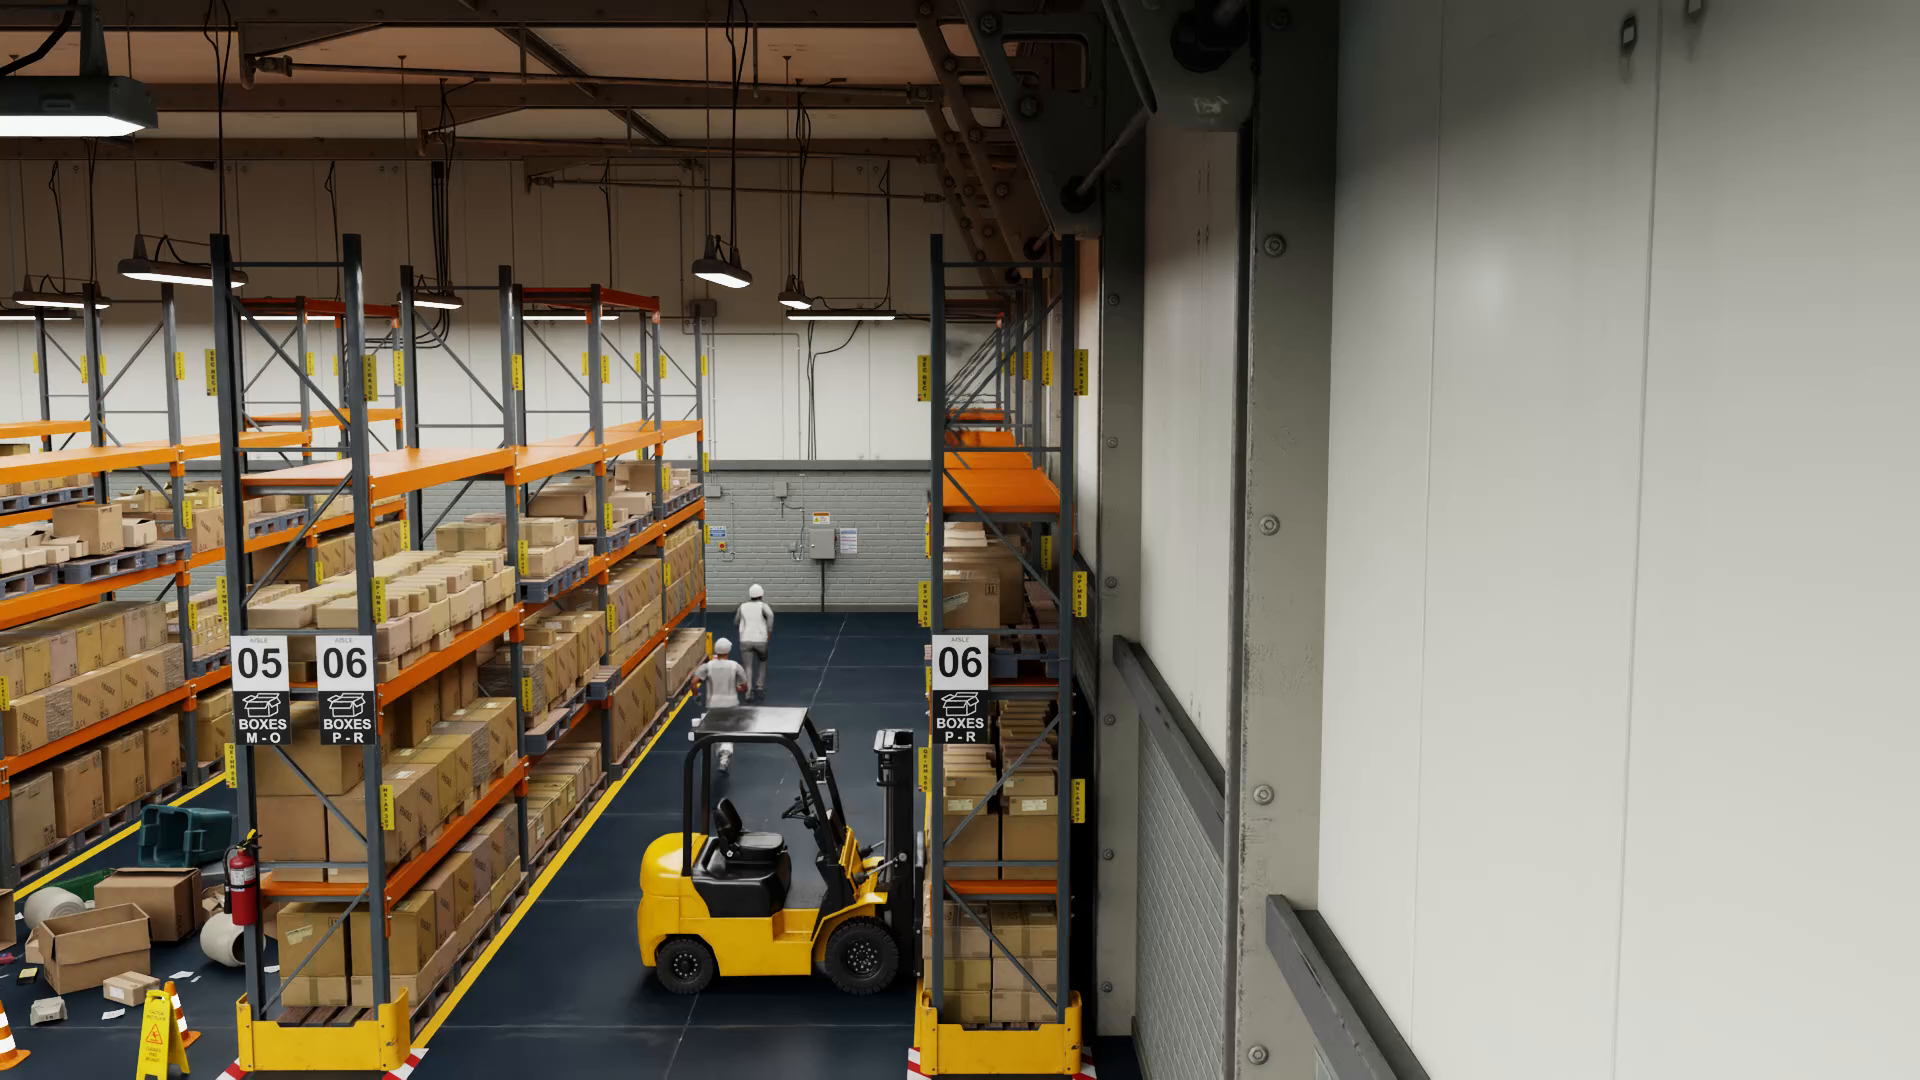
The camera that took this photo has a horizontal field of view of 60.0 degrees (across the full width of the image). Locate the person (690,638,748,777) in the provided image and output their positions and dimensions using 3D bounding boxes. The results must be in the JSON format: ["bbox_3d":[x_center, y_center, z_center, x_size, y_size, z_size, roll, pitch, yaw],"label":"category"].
[{"bbox_3d":[-2.894,2.060,20.175,0.671,1.778,0.991,0,6,1],"label":"person"}]

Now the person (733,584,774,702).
[{"bbox_3d":[-3.075,1.576,24.776,0.651,1.778,0.951,0,6,0],"label":"person"}]
